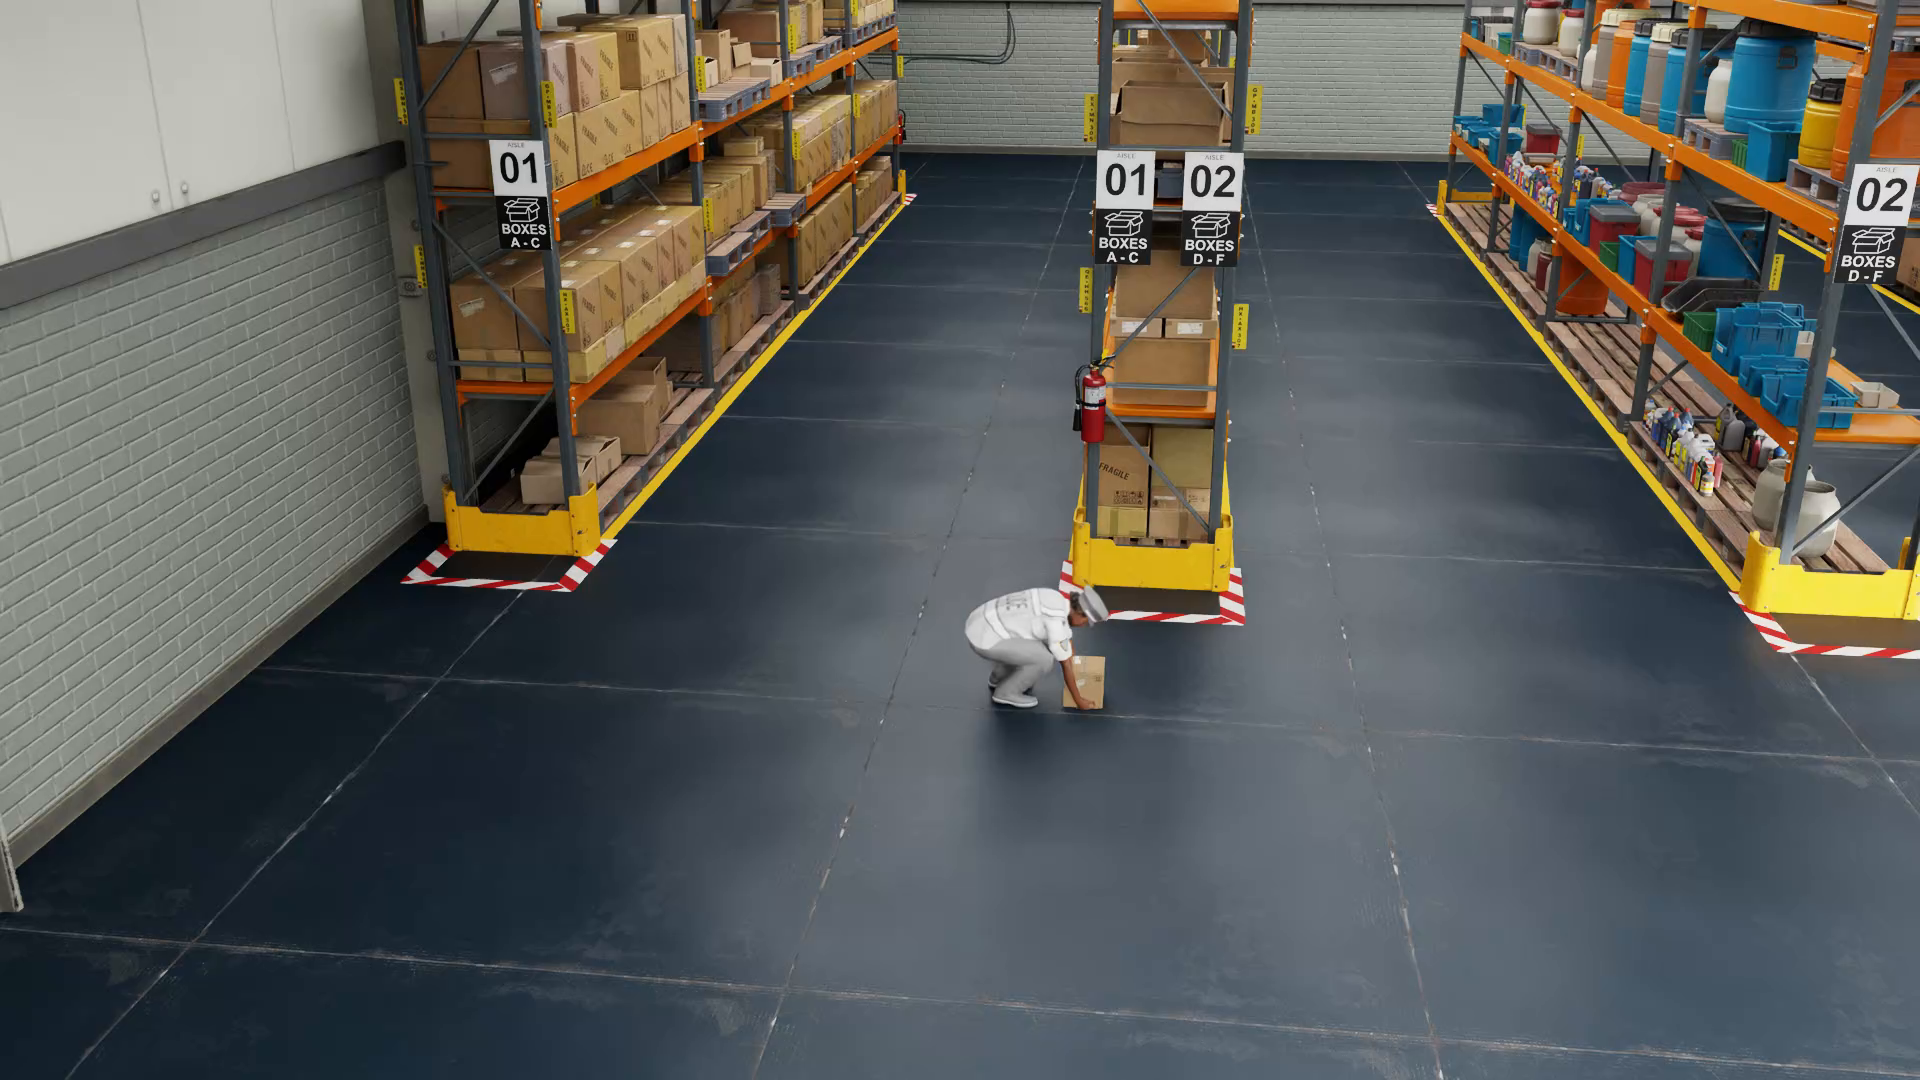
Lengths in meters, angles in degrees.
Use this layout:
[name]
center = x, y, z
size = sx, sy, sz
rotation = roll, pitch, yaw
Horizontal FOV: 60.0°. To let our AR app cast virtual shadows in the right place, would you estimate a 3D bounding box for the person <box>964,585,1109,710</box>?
[person]
center = 0.488, 0.670, 10.644
size = 0.915, 0.791, 0.454
rotation = 2, 21, 5
